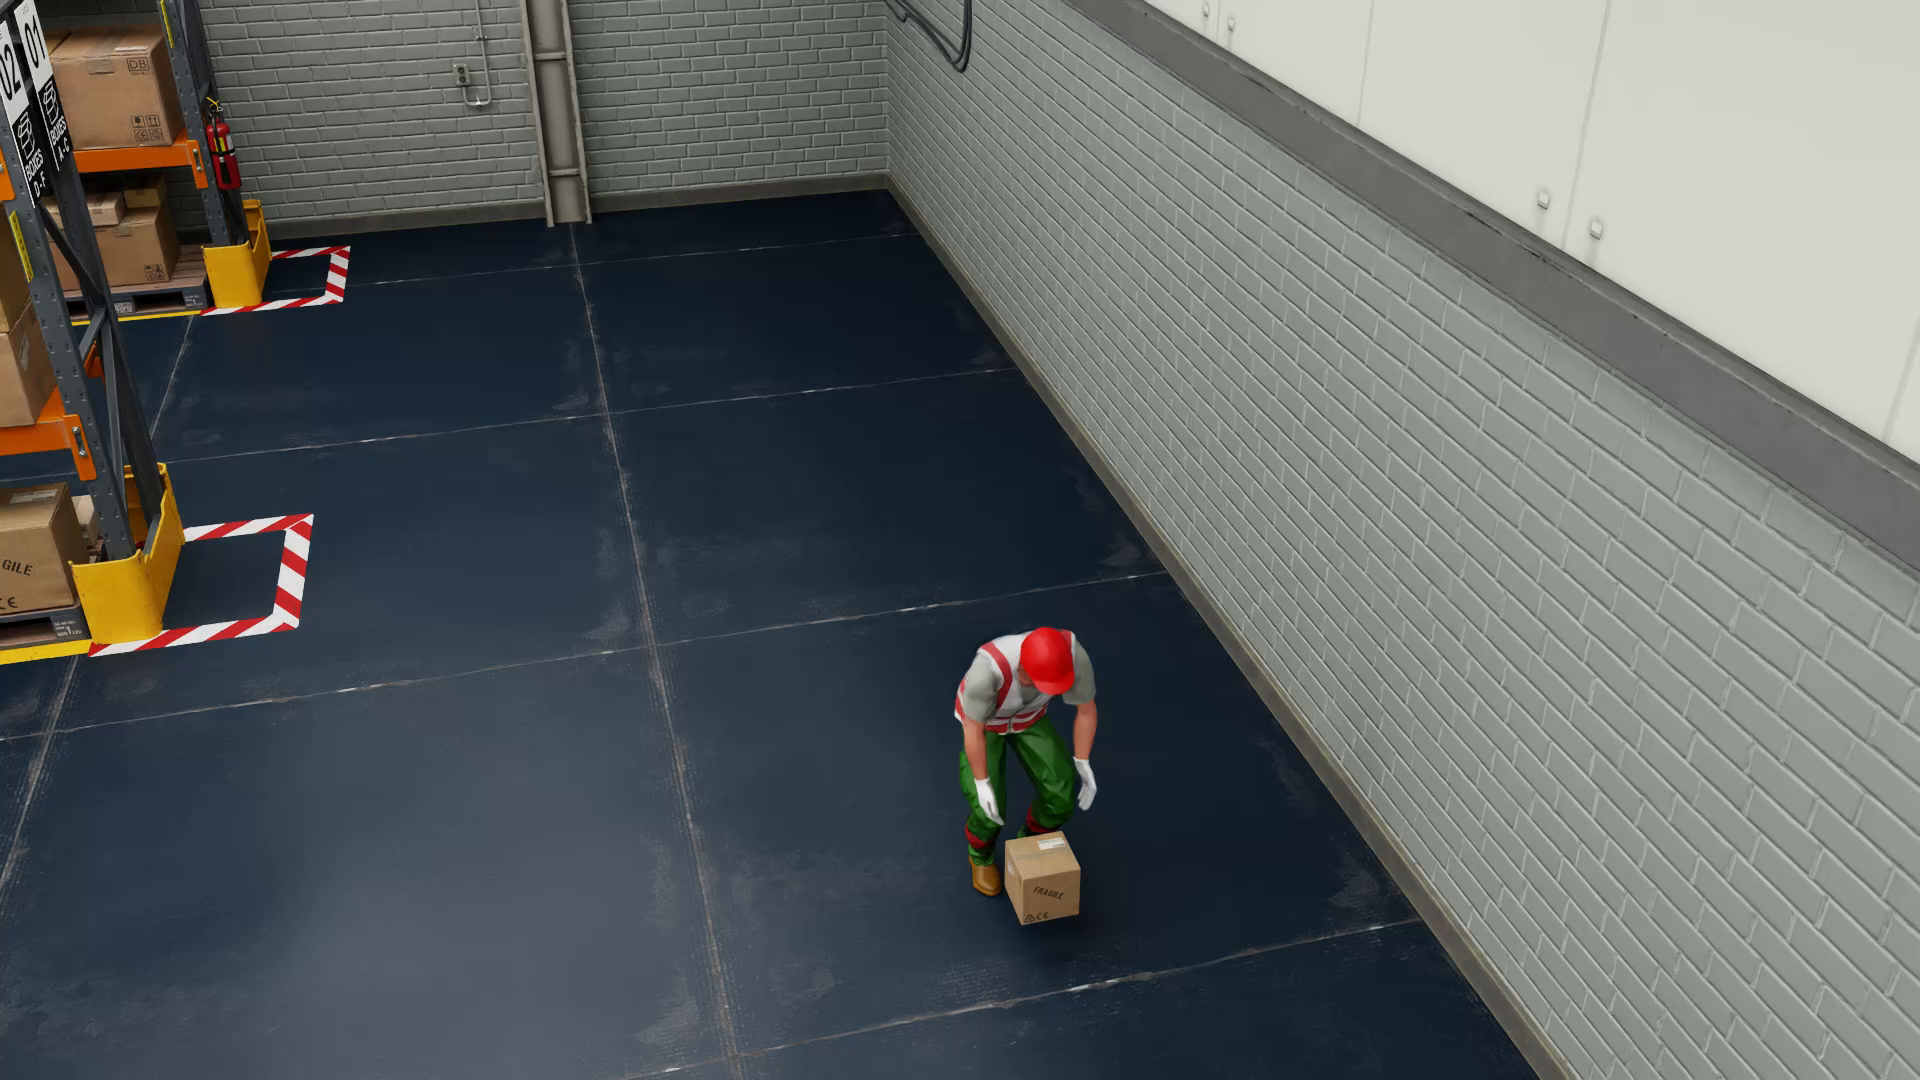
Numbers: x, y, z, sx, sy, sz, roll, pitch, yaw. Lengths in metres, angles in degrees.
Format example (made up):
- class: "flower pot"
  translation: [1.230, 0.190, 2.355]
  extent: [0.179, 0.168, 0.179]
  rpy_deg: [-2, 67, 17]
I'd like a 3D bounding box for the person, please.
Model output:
- class: "person"
  translation: [0.276, 0.867, 7.063]
  extent: [0.583, 1.443, 0.748]
  rpy_deg: [-8, 31, -13]
